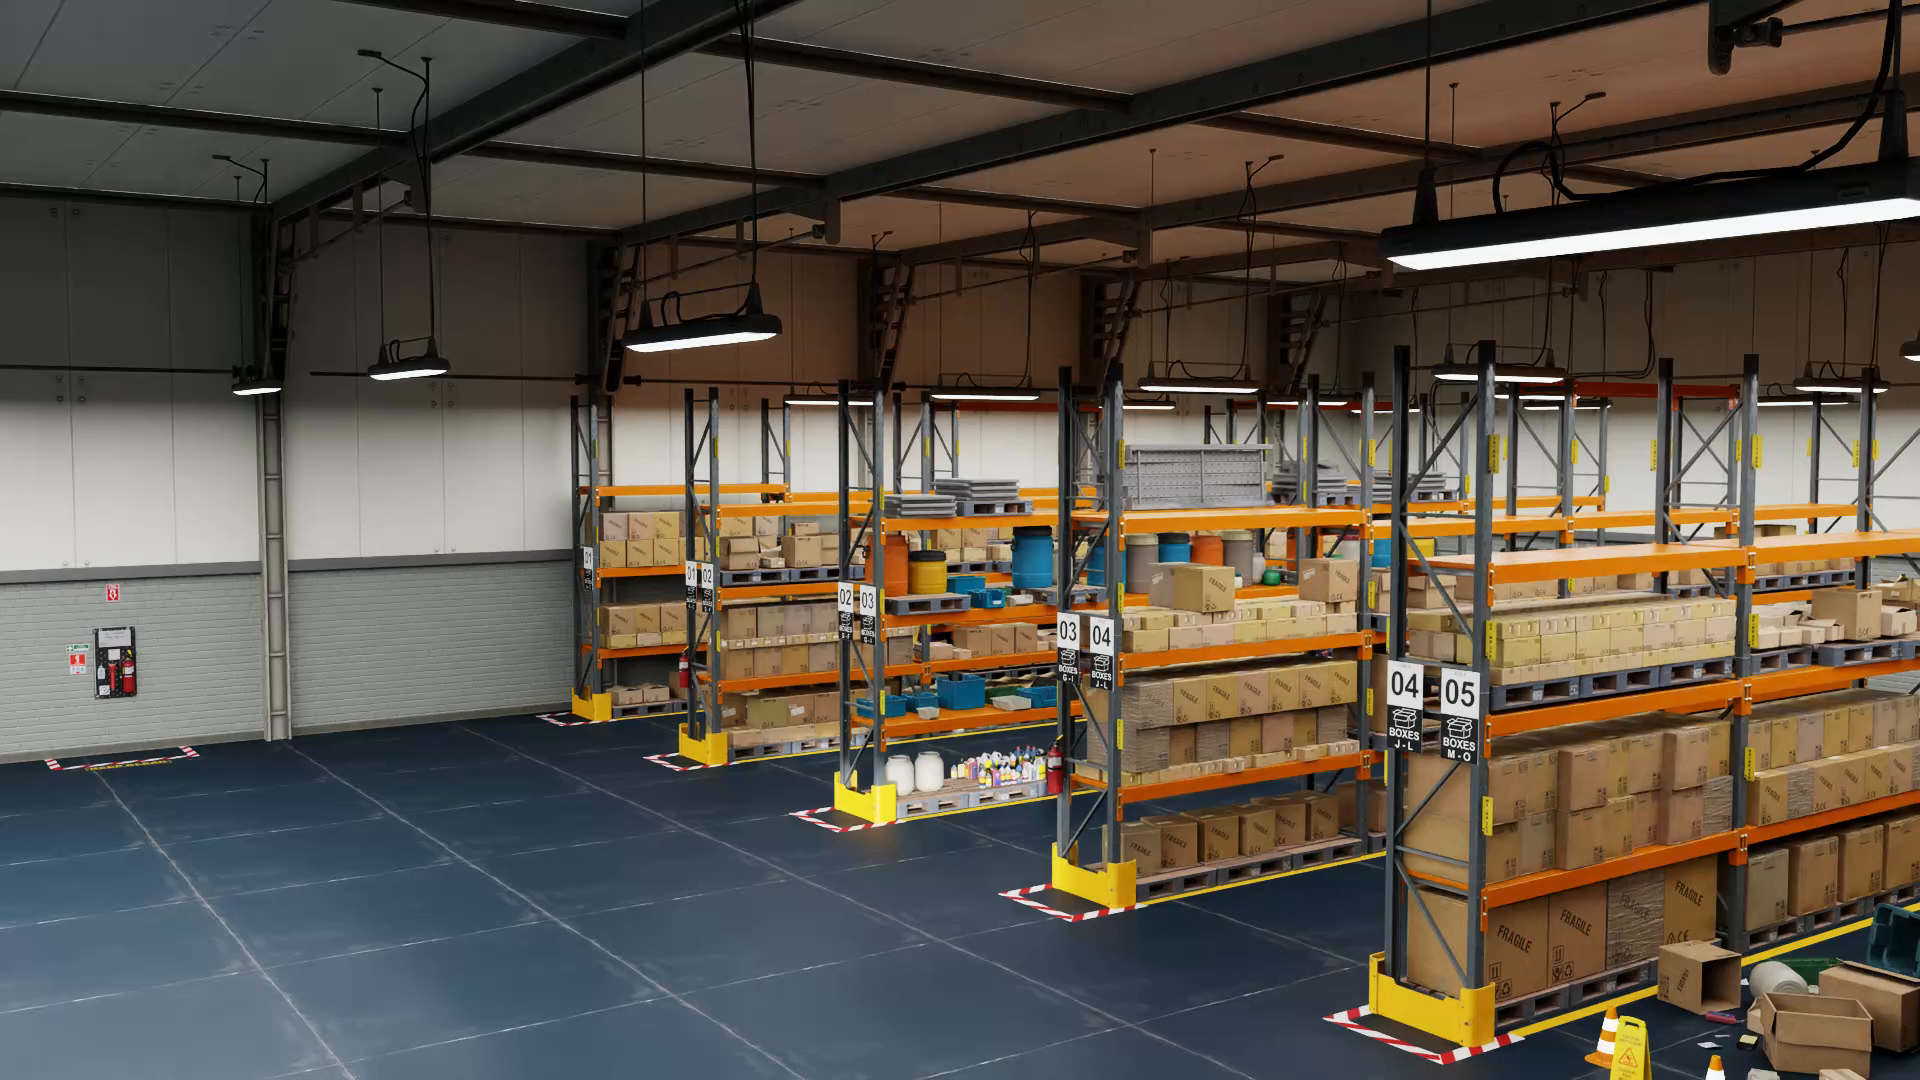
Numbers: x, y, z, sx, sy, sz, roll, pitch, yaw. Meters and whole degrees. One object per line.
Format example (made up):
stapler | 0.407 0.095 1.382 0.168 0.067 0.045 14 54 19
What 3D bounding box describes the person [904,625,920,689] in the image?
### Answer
person | -1.027 2.227 32.556 0.410 1.786 0.616 2 4 28
